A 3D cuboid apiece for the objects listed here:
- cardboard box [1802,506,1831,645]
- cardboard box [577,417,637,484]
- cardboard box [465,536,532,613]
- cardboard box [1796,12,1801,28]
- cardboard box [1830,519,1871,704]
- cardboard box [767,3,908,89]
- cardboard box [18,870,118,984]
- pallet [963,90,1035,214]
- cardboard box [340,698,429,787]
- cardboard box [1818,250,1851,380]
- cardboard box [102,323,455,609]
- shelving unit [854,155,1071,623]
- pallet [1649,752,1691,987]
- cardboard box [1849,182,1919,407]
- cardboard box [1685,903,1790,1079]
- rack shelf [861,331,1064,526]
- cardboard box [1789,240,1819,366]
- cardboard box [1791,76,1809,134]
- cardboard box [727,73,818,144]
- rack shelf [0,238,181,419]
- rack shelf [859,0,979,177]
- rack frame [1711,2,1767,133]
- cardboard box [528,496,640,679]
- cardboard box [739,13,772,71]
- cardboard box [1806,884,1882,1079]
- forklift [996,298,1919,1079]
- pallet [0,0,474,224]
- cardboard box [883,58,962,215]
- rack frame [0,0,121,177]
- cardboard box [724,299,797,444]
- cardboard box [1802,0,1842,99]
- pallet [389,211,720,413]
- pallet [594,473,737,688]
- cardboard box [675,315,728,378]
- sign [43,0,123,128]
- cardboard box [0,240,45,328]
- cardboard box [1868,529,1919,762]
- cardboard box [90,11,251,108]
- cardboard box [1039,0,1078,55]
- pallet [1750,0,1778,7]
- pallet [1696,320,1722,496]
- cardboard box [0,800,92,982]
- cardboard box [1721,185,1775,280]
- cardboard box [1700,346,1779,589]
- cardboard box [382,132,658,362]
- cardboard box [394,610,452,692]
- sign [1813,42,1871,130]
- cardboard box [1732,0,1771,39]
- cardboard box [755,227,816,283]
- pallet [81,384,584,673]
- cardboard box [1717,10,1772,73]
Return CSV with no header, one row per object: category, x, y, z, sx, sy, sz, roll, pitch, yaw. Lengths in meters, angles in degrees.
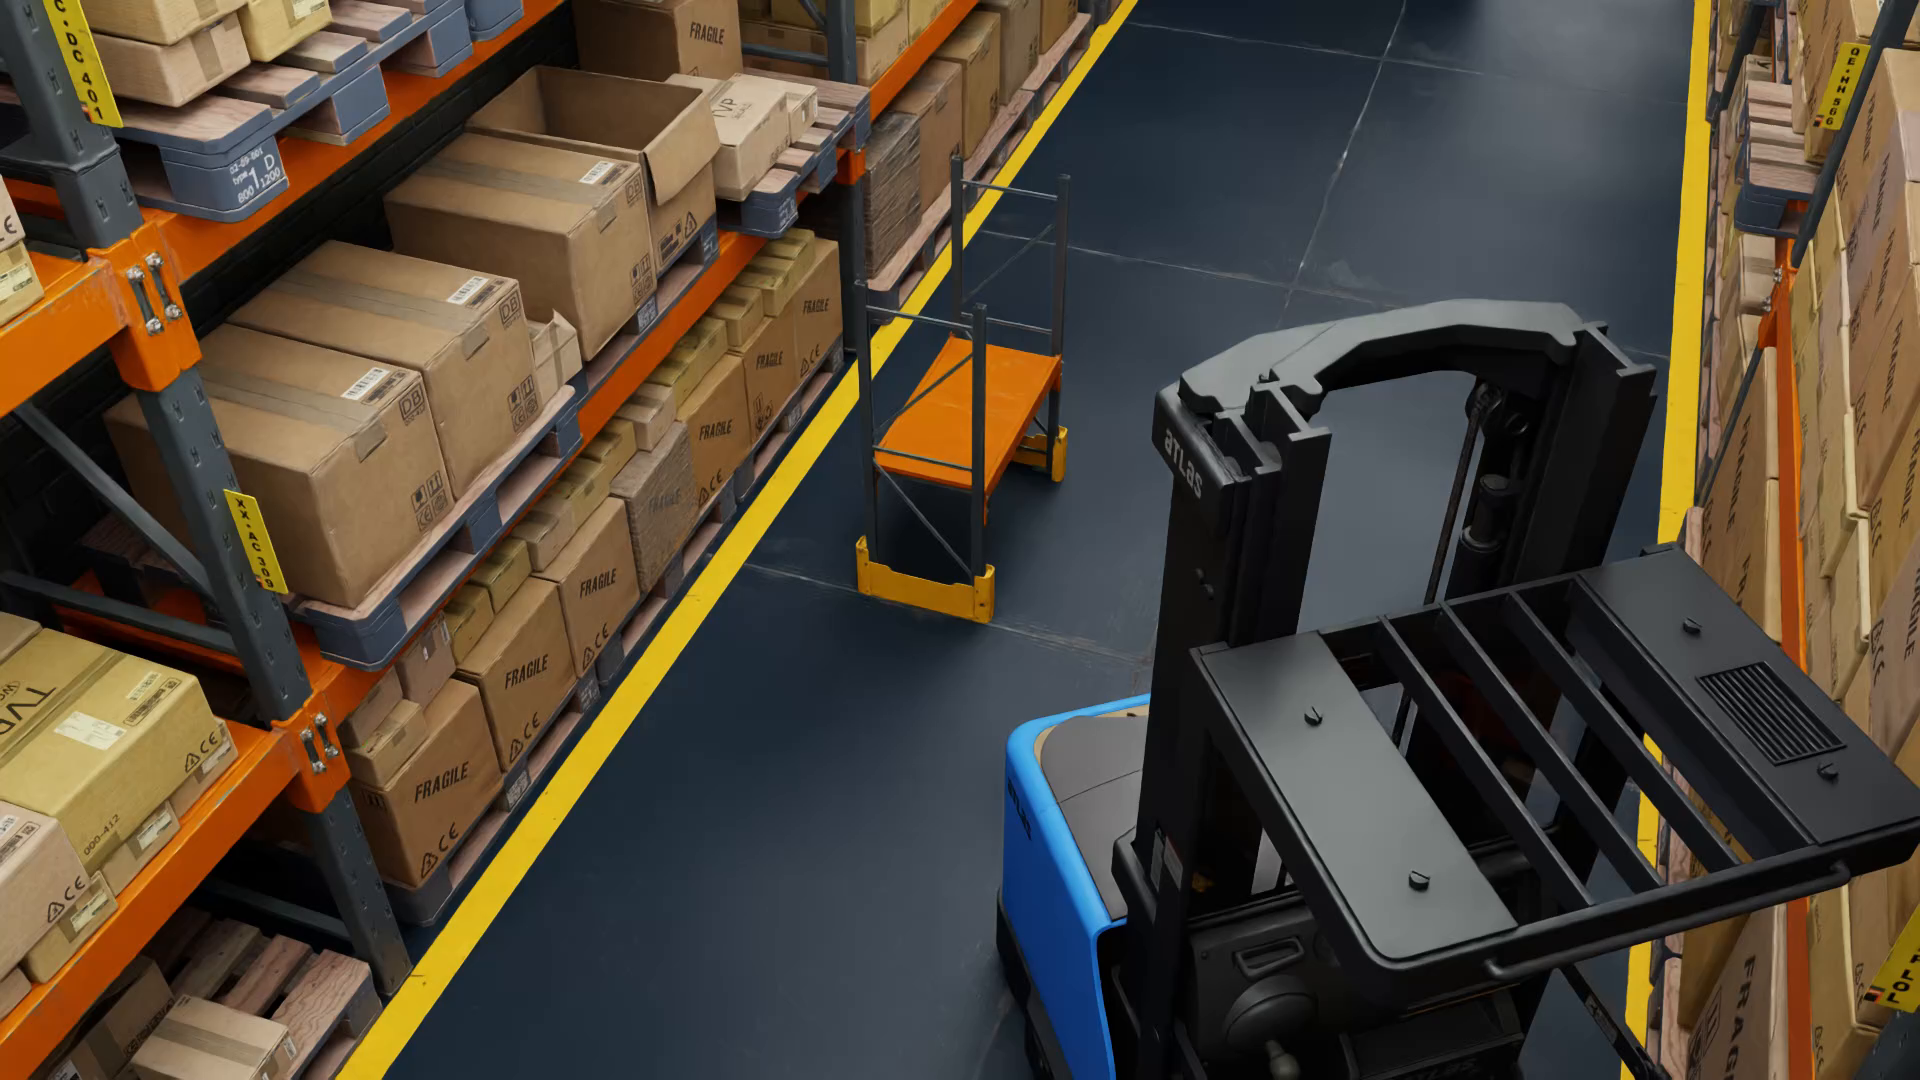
cardboard box,2.802,0.118,4.916,0.500,0.250,0.500,13,42,15
cardboard box,-1.493,-0.376,6.482,0.380,0.149,0.250,13,42,15
cardboard box,-1.765,0.090,5.936,0.380,0.149,0.250,13,42,14
cardboard box,4.062,-2.398,7.620,0.380,0.149,0.250,12,42,14
cardboard box,2.605,0.241,4.387,0.500,0.250,0.500,14,43,16
cardboard box,-0.569,-2.378,7.842,0.500,0.250,0.500,13,42,15
cardboard box,-2.325,0.895,4.084,0.380,0.149,0.250,14,43,16
pallet,-0.213,-2.393,9.892,1.003,0.211,1.213,13,42,15
cardboard box,-1.945,0.606,5.331,0.380,0.149,0.250,15,43,17
cardboard box,3.132,-0.683,5.470,0.500,0.250,0.500,14,42,16
cardboard box,-1.943,-0.222,4.799,0.700,0.500,0.500,14,43,16
shelving unit,0.026,-0.617,6.818,0.587,1.500,1.083,13,42,15
pallet,2.956,1.147,5.743,1.003,0.211,1.213,13,42,15
cardboard box,2.965,-0.674,4.882,0.500,0.500,0.500,14,43,16
cardboard box,2.484,1.573,4.409,0.875,0.875,0.875,15,43,16
rack shelf,0.029,-0.486,6.941,0.538,0.185,1.000,13,42,15
cardboard box,3.312,-0.819,6.015,0.500,0.250,0.500,13,42,14
cardboard box,3.674,-1.779,6.894,0.380,0.149,0.250,13,42,15
cardboard box,-0.814,-1.797,6.915,0.380,0.149,0.250,14,42,16
rack shelf,-3.002,0.573,2.510,1.077,0.370,4.000,13,42,15
rack shelf,-0.266,-3.165,9.203,1.077,0.370,4.000,13,42,15
rack frame,5.083,-3.559,9.110,1.000,3.000,0.127,13,42,15
cardboard box,-1.594,0.137,6.381,0.500,0.500,0.500,12,42,14
cardboard box,-1.037,-2.492,7.976,0.500,0.250,0.500,12,42,14
cardboard box,2.264,1.048,3.826,0.500,0.250,0.500,12,42,14
forklift,1.043,1.075,3.732,1.130,2.935,3.031,-11,42,-13
pallet,-2.029,-1.231,4.215,1.213,0.211,1.003,13,42,15
cardboard box,-0.508,-2.253,9.085,0.875,0.625,0.625,15,43,16
rack frame,-2.318,-2.061,2.733,1.000,3.000,0.127,13,42,15
cardboard box,-1.074,-0.819,7.501,0.500,0.500,0.500,13,42,14
cardboard box,3.776,-2.087,6.755,0.500,0.500,0.500,13,42,14
pallet,-1.611,-0.958,6.210,1.003,0.211,1.213,13,42,15
pallet,-1.660,0.031,7.051,1.003,0.211,1.213,13,42,15
cardboard box,-1.210,-0.842,7.028,0.380,0.149,0.250,14,43,16
sign,-1.806,-1.001,3.403,0.100,0.325,0.005,13,42,15
cardboard box,-2.164,-0.540,3.454,0.380,0.149,0.250,13,42,15
cardboard box,2.434,0.257,3.791,0.500,0.500,0.500,14,42,16
cardboard box,-1.842,-1.116,3.729,0.380,0.149,0.250,14,42,16
cardboard box,0.250,-3.594,10.657,0.875,0.625,0.625,15,43,17
pallet,4.685,-3.052,8.664,1.003,0.211,1.213,13,42,15
pallet,3.984,-0.535,7.714,1.003,0.211,1.213,13,42,15
cardboard box,-2.420,0.839,3.842,0.500,0.250,0.500,13,42,15
cardboard box,4.427,-1.535,8.439,0.950,0.372,0.625,15,43,17
cardboard box,3.401,-0.068,6.332,0.875,0.875,0.875,13,42,15
cardboard box,-1.497,-1.017,5.730,0.700,0.500,0.500,13,42,15
cardboard box,-1.902,0.323,5.433,0.380,0.149,0.250,11,42,13
sign,3.202,-1.644,6.035,0.100,0.325,0.005,13,42,15
cardboard box,5.033,-3.378,10.116,0.500,0.500,0.500,13,42,14
cardboard box,-0.881,-1.317,7.585,0.380,0.149,0.250,11,42,13
pallet,-1.942,-0.169,5.285,1.003,0.211,1.213,13,42,15
cardboard box,5.033,-3.093,10.359,0.500,0.250,0.500,15,43,17
